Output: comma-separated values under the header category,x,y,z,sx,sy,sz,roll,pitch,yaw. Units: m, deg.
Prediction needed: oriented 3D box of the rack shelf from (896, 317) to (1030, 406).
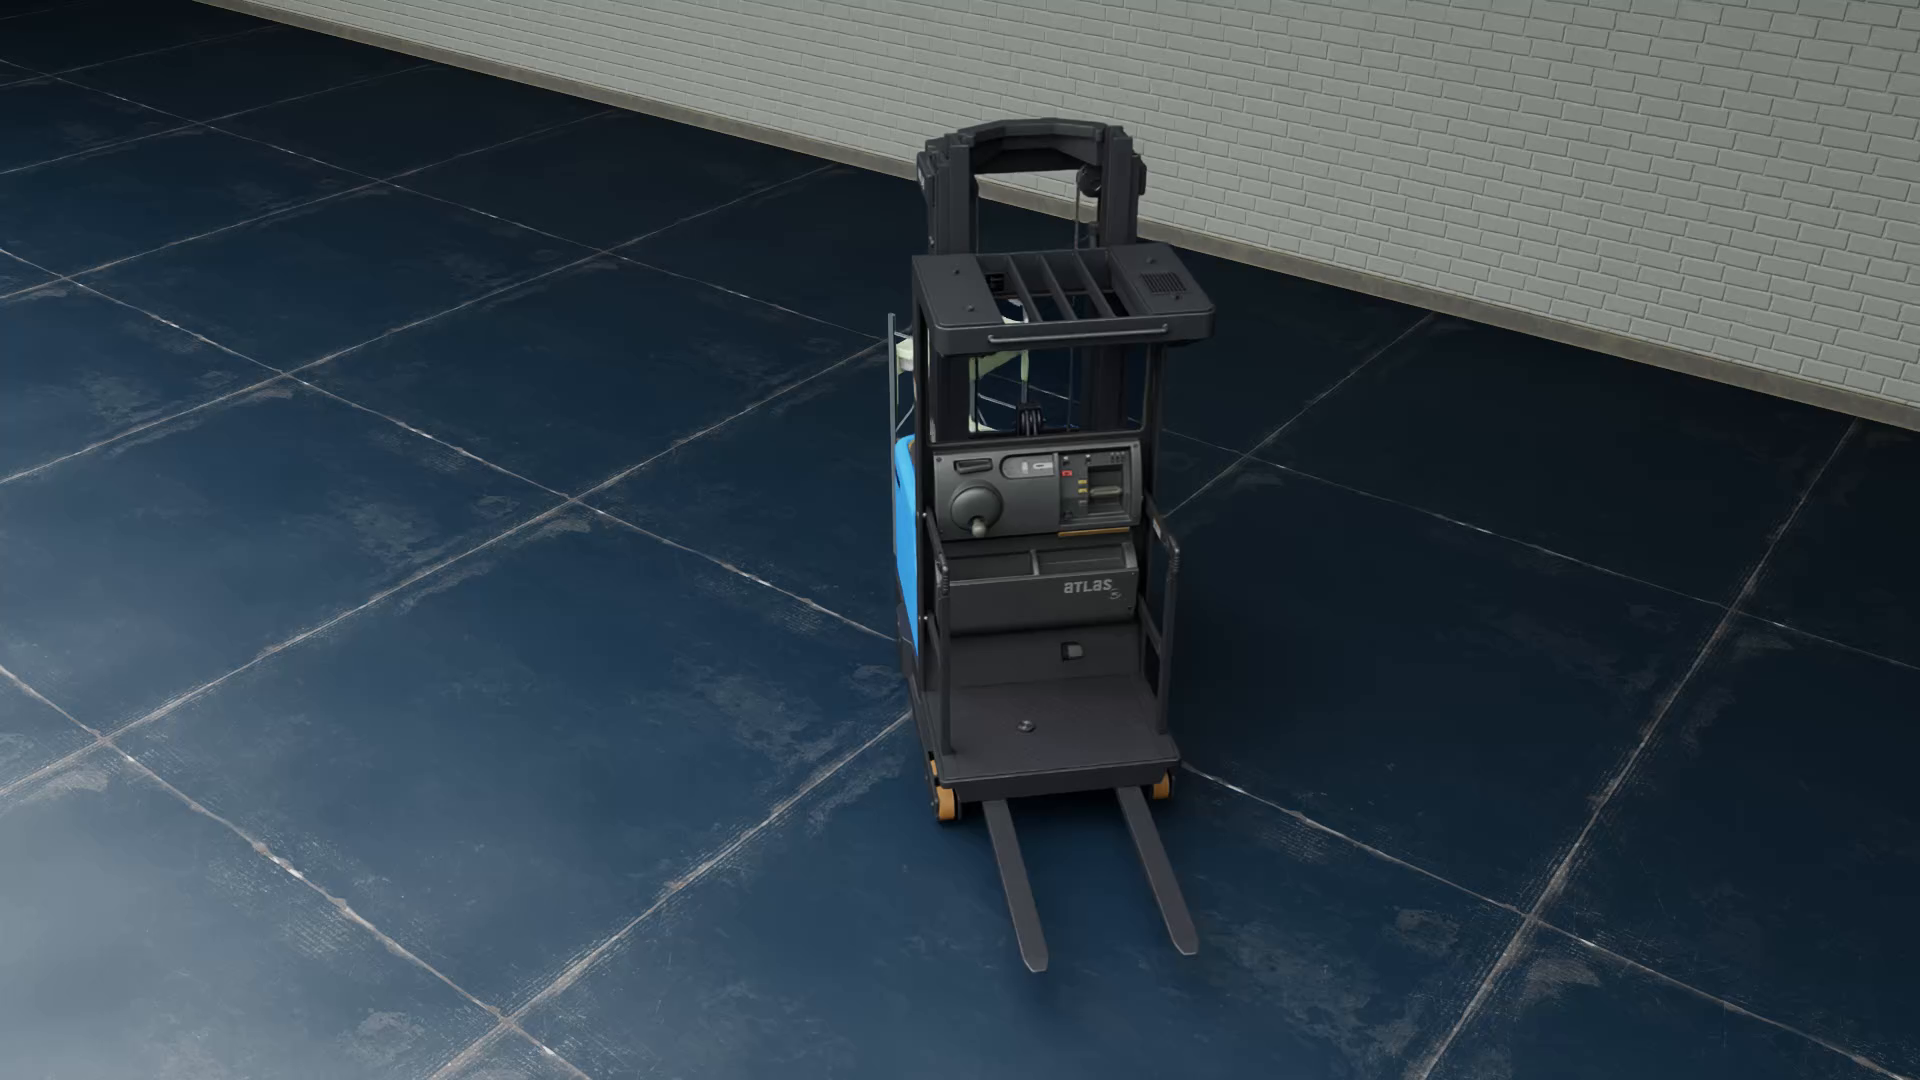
category,x,y,z,sx,sy,sz,roll,pitch,yaw
rack shelf,0.004,-0.984,9.173,0.431,0.370,0.720,21,37,31

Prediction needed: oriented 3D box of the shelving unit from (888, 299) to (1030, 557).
category,x,y,z,sx,sy,sz,roll,pitch,yaw
shelving unit,0.004,-0.648,9.372,0.431,1.500,0.755,21,37,31

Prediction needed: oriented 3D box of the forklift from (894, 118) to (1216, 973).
category,x,y,z,sx,sy,sz,roll,pitch,yaw
forklift,0.382,-0.175,7.170,1.130,2.935,3.031,-4,31,-7

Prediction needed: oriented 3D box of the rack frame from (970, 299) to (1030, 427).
category,x,y,z,sx,sy,sz,roll,pitch,yaw
rack frame,0.225,-0.797,9.623,0.400,1.500,0.023,21,37,31

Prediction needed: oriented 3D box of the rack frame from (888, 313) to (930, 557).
category,x,y,z,sx,sy,sz,roll,pitch,yaw
rack frame,-0.217,-0.499,9.121,0.400,1.500,0.023,21,37,31

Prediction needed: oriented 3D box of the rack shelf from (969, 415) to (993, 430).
category,x,y,z,sx,sy,sz,roll,pitch,yaw
rack shelf,0.004,-0.367,9.538,0.431,0.370,0.720,21,37,31
